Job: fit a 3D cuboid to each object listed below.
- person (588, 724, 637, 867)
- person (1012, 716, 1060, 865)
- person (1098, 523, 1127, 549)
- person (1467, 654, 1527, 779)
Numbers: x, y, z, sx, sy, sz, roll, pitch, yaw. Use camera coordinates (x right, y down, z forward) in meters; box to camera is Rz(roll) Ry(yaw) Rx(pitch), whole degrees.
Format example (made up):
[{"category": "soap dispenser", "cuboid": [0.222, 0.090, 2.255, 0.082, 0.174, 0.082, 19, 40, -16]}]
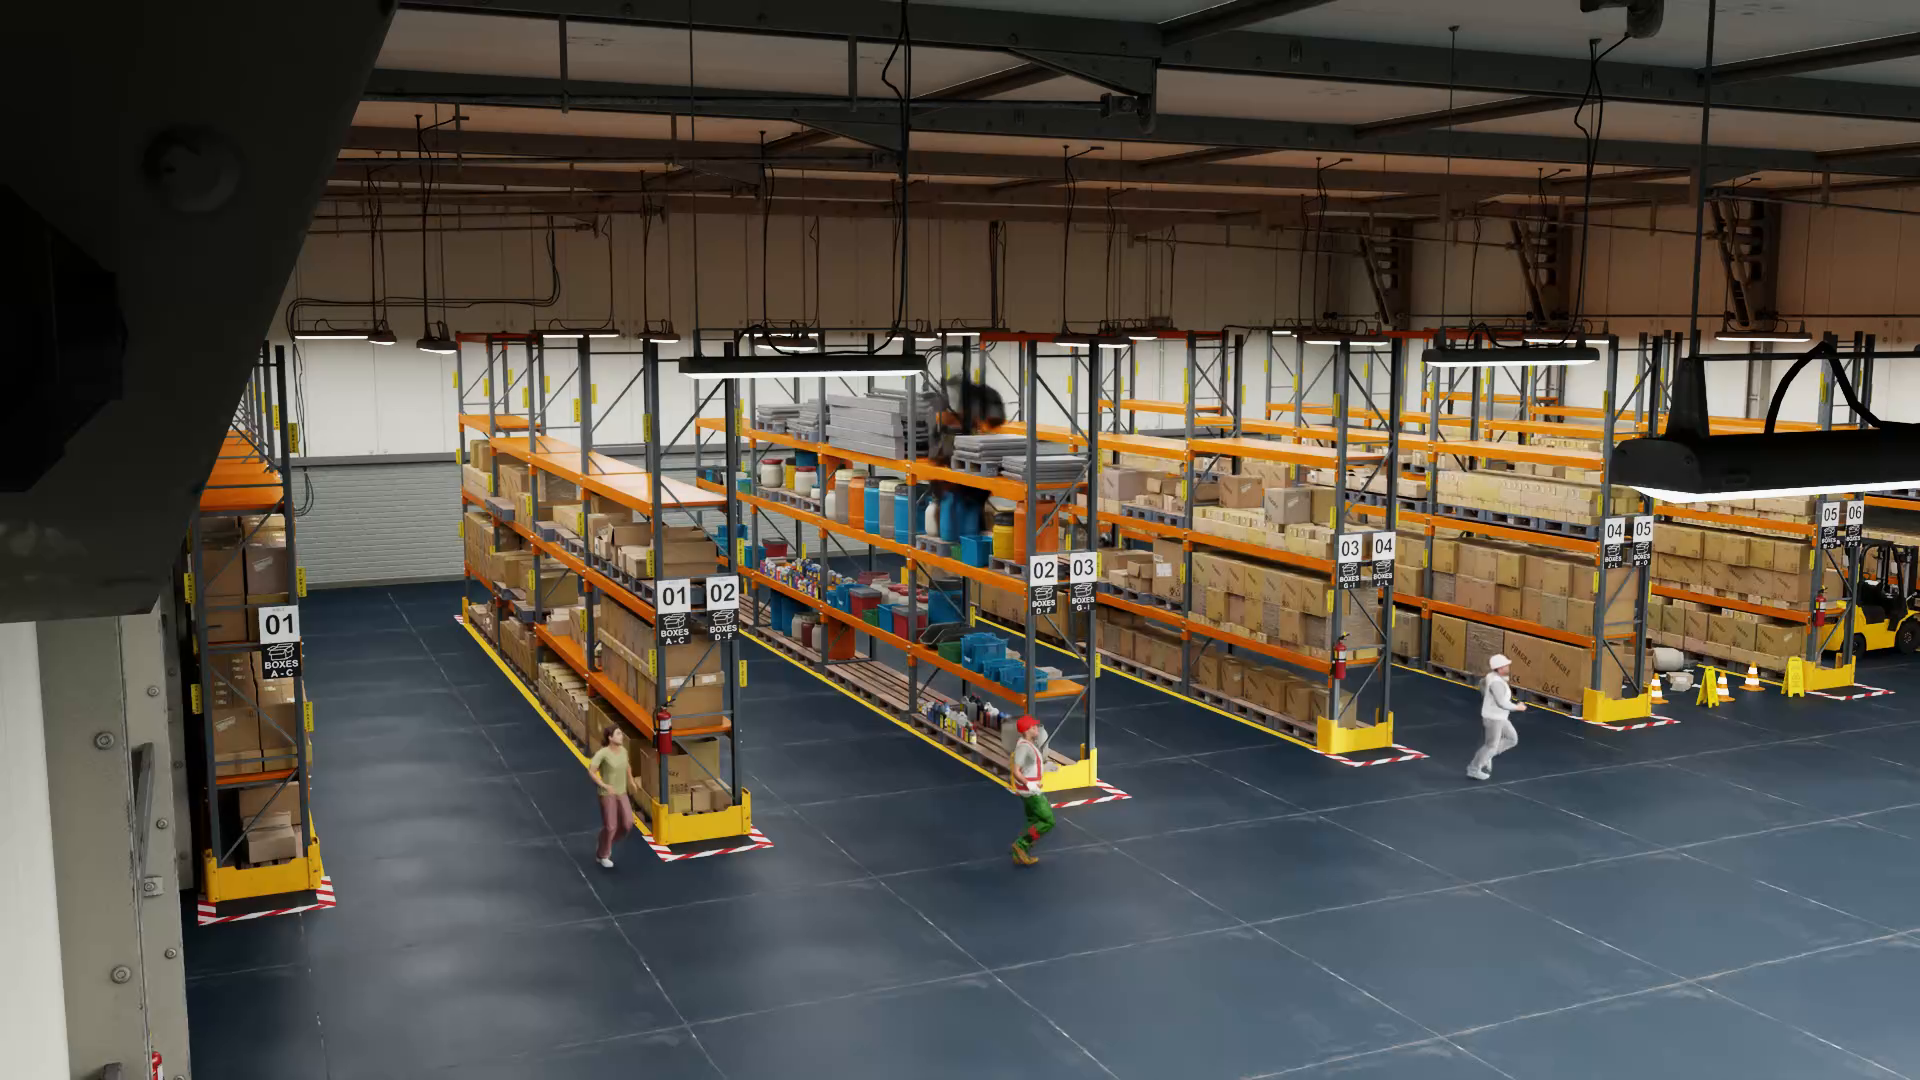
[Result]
[{"category": "person", "cuboid": [-3.984, 2.955, 19.259, 0.510, 1.616, 0.649, 6, 10, 39]}, {"category": "person", "cuboid": [0.873, 2.882, 19.150, 0.583, 1.742, 0.643, 0, 8, -2]}, {"category": "person", "cuboid": [3.411, 0.447, 37.175, 0.655, 1.727, 0.885, -3, 8, -22]}, {"category": "person", "cuboid": [7.360, 2.407, 22.764, 0.757, 1.730, 0.673, 2, 8, 17]}]
